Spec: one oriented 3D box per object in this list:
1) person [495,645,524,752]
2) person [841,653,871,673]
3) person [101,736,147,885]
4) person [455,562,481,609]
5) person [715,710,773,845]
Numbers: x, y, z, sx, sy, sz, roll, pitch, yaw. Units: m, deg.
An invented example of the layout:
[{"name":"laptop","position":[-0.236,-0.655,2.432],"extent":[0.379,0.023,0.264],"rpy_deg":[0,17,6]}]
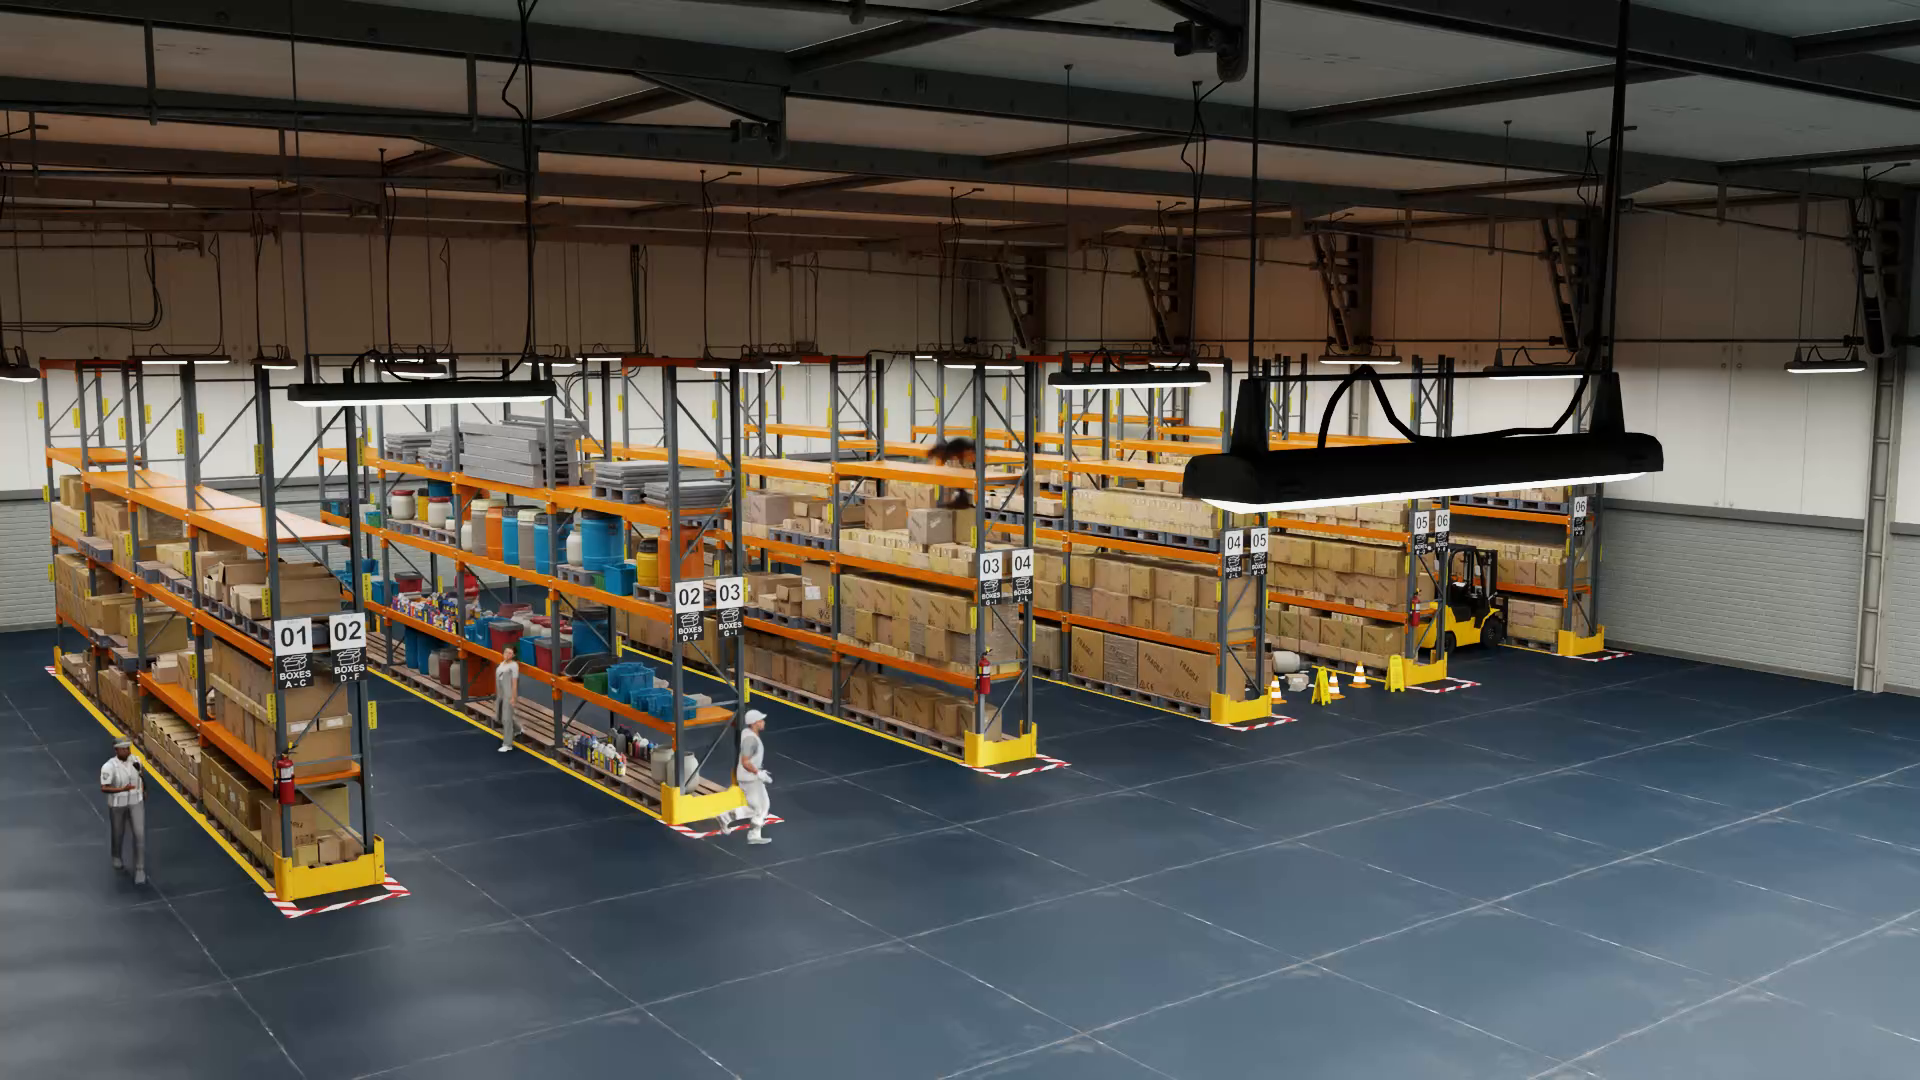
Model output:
[{"name":"person","position":[-7.001,2.419,25.809],"extent":[0.687,1.652,0.639],"rpy_deg":[6,9,41]},{"name":"person","position":[-1.999,1.766,31.754],"extent":[0.965,1.619,0.617],"rpy_deg":[6,9,41]},{"name":"person","position":[-9.843,3.139,19.595],"extent":[0.525,1.739,0.861],"rpy_deg":[-5,9,-37]},{"name":"person","position":[-10.251,1.327,34.649],"extent":[0.874,1.797,0.634],"rpy_deg":[6,9,40]},{"name":"person","position":[-2.703,2.977,20.862],"extent":[0.739,1.725,0.638],"rpy_deg":[0,7,-3]}]
